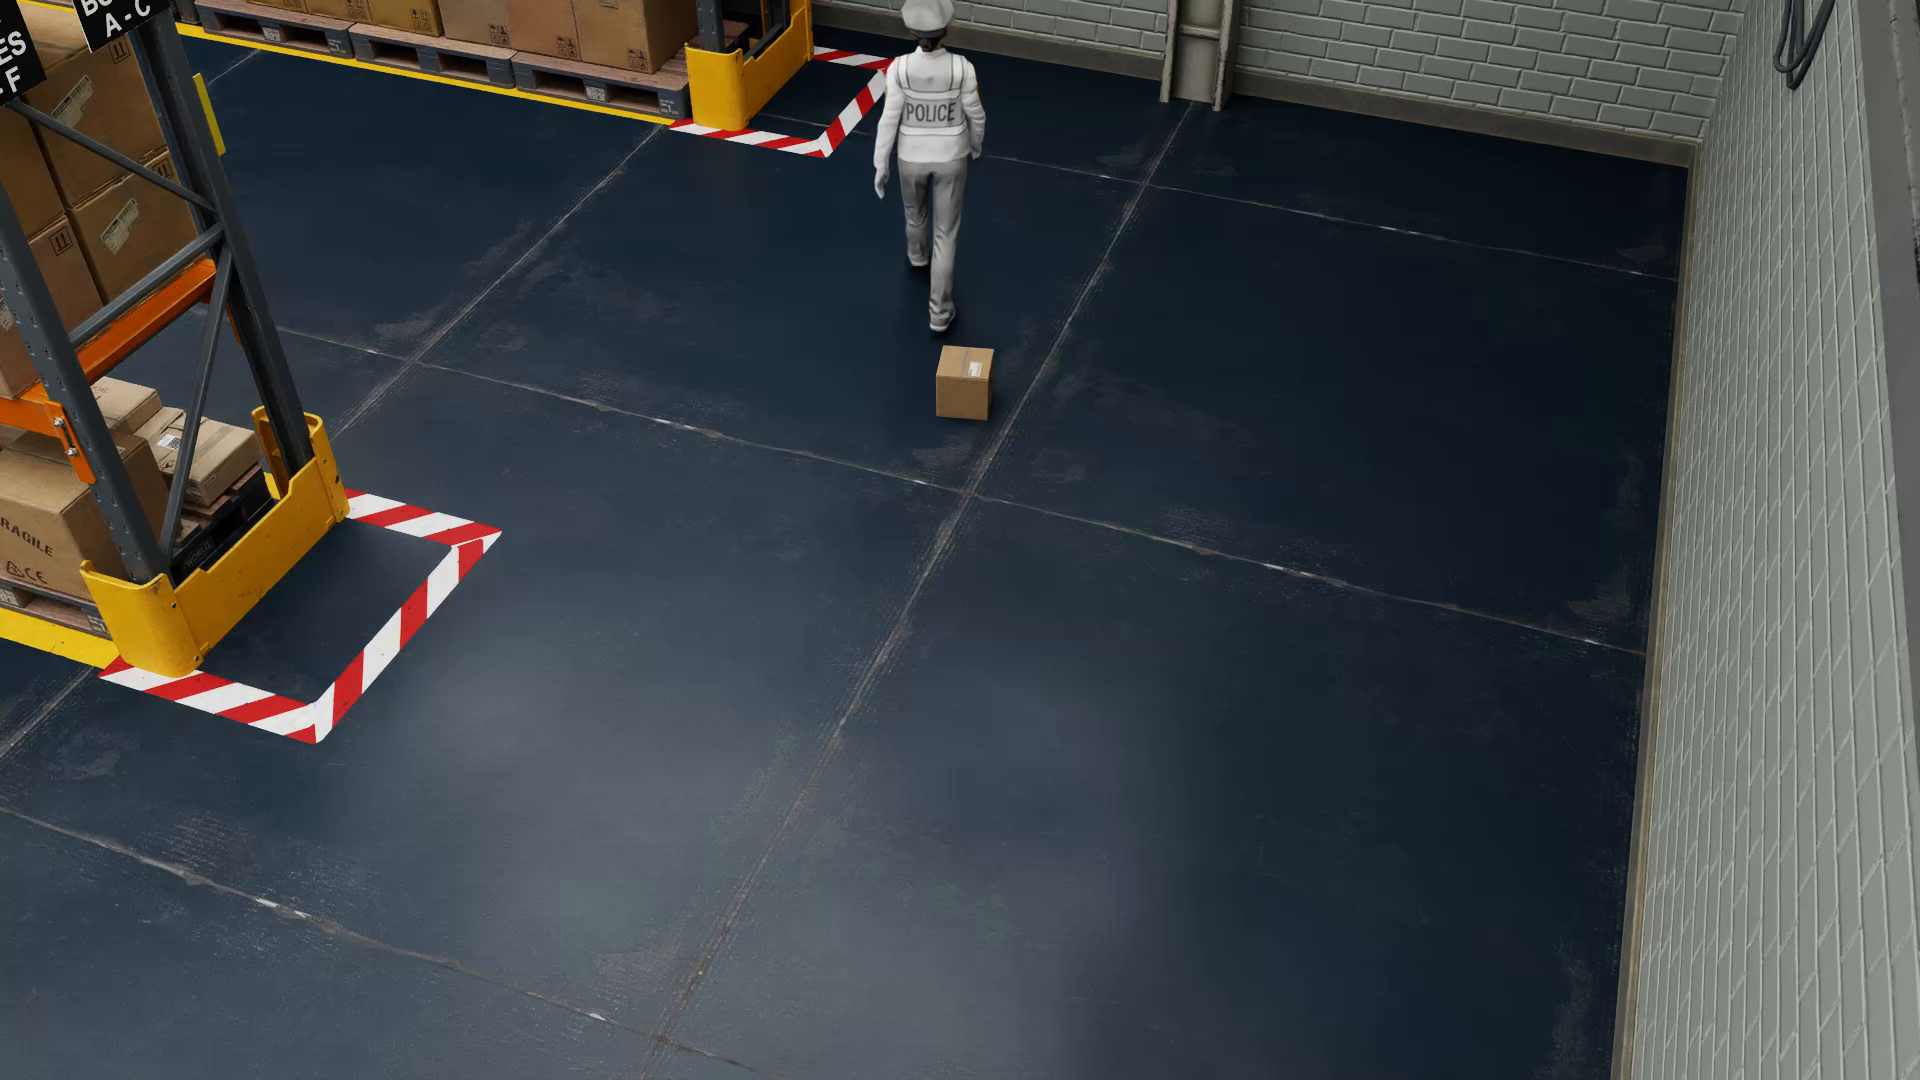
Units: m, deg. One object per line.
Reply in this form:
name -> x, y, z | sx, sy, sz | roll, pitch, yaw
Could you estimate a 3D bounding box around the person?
person -> -0.143, -1.944, 8.313 | 0.544, 1.663, 0.901 | 3, 42, 3
